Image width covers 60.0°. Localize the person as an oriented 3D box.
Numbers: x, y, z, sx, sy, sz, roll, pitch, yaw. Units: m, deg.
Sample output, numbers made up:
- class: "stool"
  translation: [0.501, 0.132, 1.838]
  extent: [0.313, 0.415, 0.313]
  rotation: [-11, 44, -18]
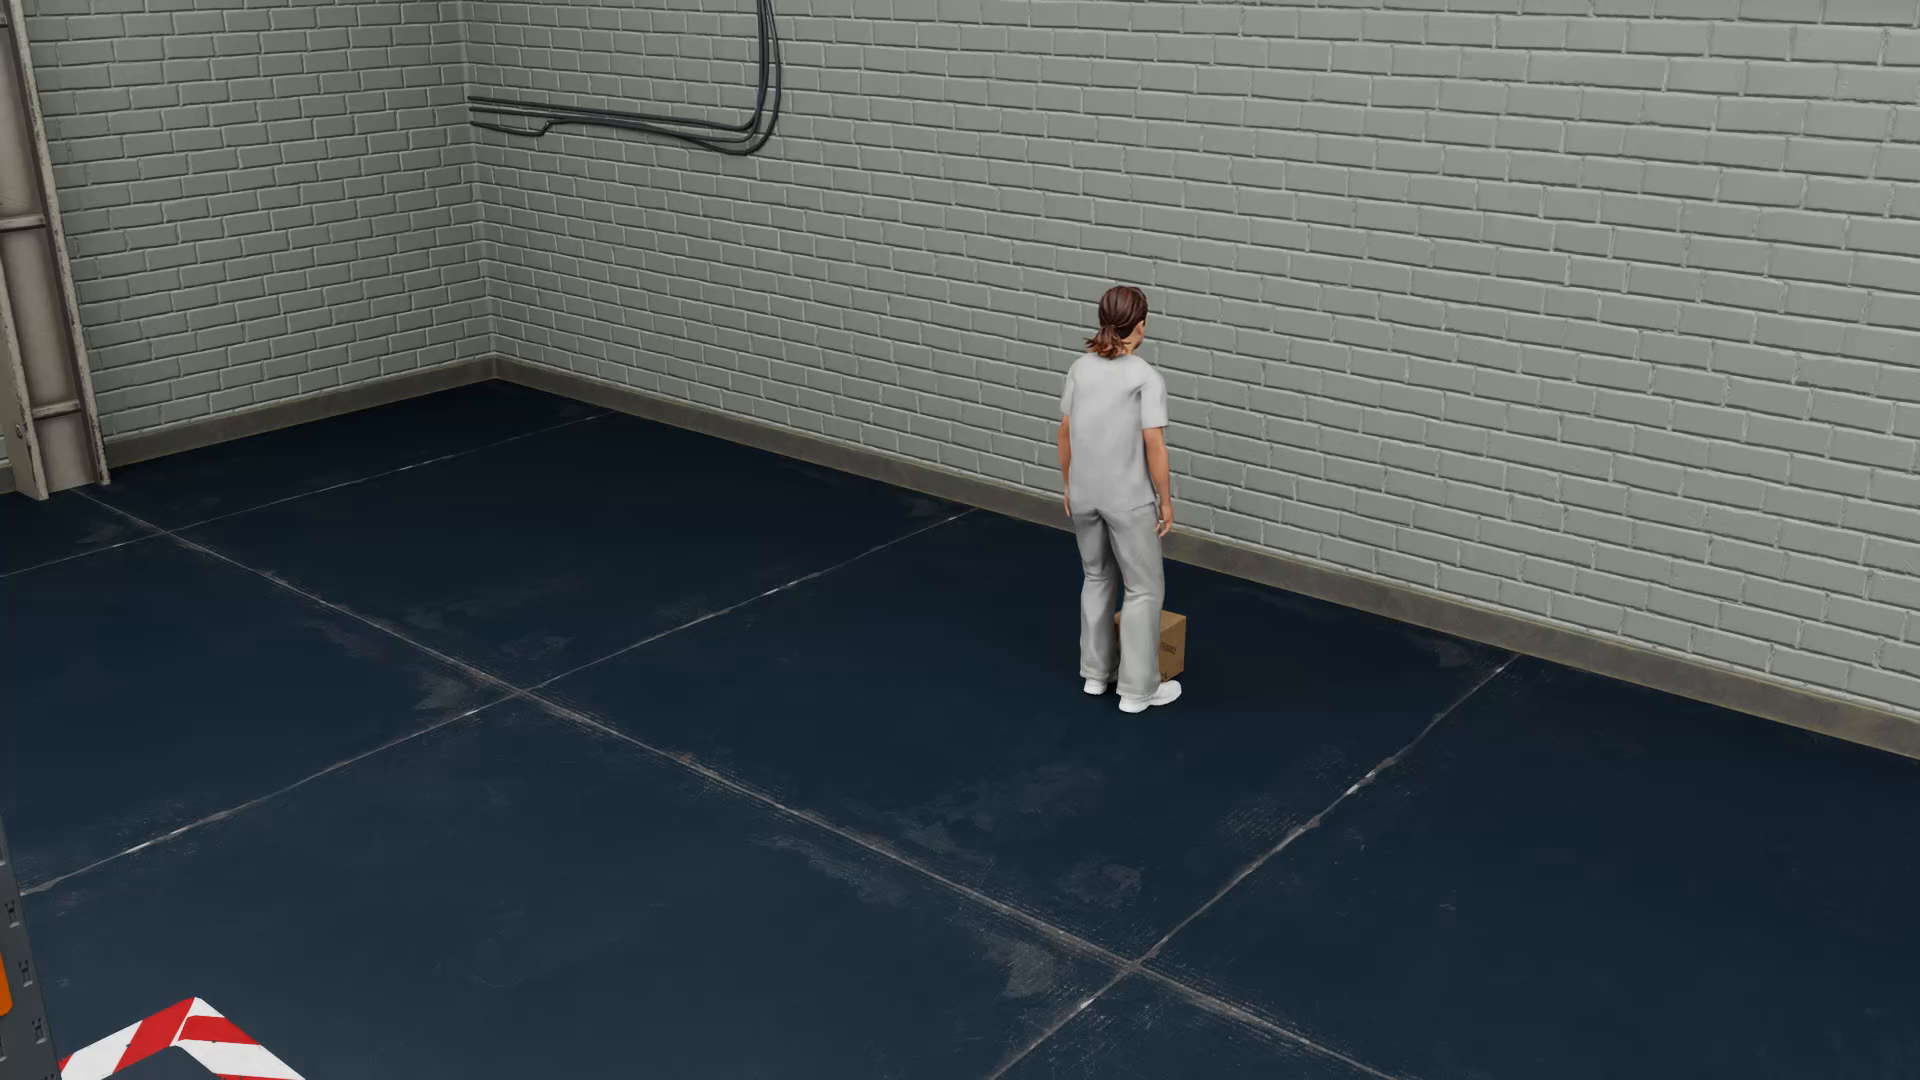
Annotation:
- class: "person"
  translation: [0.632, -0.164, 6.523]
  extent: [0.504, 1.671, 0.416]
  rotation: [14, 25, 34]
